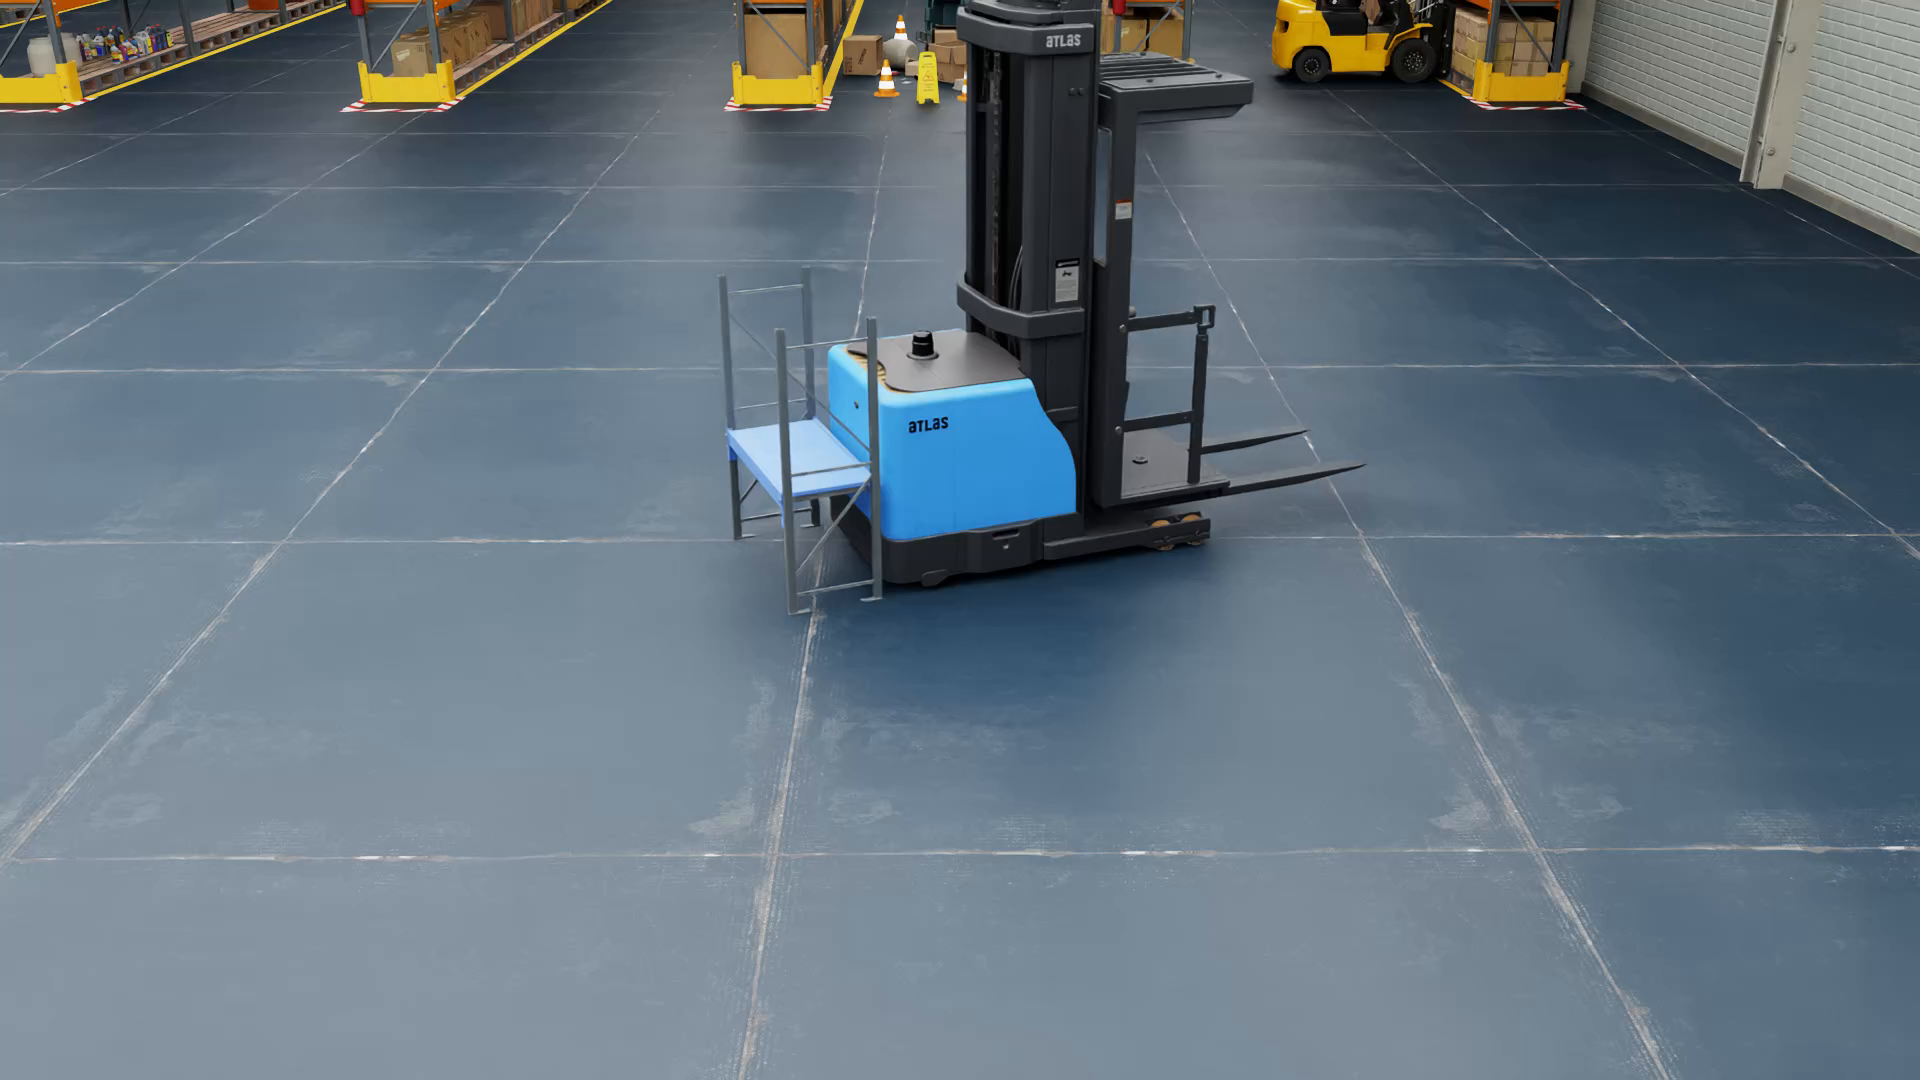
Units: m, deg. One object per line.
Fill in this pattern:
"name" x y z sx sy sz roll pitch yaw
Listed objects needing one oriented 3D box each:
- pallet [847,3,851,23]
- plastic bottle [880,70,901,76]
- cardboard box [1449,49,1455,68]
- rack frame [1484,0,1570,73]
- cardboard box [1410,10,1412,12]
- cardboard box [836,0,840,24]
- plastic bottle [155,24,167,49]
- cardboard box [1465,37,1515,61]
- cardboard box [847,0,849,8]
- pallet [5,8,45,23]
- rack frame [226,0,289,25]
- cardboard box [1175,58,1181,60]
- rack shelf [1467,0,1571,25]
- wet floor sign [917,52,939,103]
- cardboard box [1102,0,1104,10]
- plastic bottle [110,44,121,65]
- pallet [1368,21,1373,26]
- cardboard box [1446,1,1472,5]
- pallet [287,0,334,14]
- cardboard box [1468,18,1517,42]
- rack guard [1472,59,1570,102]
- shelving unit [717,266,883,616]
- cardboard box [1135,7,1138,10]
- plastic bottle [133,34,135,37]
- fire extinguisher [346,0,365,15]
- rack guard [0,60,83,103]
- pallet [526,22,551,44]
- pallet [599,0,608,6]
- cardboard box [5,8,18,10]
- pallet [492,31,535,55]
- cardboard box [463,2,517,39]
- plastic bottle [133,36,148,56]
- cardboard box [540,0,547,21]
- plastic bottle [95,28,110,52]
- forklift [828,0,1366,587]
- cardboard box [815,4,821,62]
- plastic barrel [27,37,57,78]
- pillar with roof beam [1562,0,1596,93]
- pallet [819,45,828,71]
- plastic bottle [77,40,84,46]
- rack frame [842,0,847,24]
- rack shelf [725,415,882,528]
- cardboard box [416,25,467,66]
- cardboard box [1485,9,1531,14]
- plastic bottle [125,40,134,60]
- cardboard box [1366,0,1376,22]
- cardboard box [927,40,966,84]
"pallet" -2.505 -9.560 30.133 1.003 0.211 1.213 0 24 -1
"plastic bottle" -1.012 -6.786 24.181 0.283 0.061 0.133 -9 26 -19
"cardboard box" 7.188 -6.842 23.565 0.500 0.250 0.500 0 24 0
"rack frame" 7.501 -7.300 21.751 1.000 3.000 0.127 0 24 -1
"cardboard box" 7.154 -7.914 25.329 0.500 0.250 0.500 0 24 -1
"cardboard box" -2.569 -9.064 27.871 1.050 0.750 0.750 0 24 0
"plastic bottle" -12.073 -7.587 25.066 0.144 0.351 0.185 -1 24 -2
"cardboard box" 7.183 -6.666 22.569 0.500 0.250 0.500 -1 24 -1
"cardboard box" -2.251 -9.854 29.922 0.500 0.500 0.500 -1 24 -3
"pallet" -17.335 -9.523 30.049 1.003 0.211 1.213 0 24 -1
"rack frame" -12.412 -10.506 28.839 1.000 3.000 0.127 0 24 -1
"cardboard box" 2.805 -6.549 22.916 0.500 0.250 0.500 0 24 -1
"rack shelf" 7.479 -7.797 23.722 1.077 0.370 4.000 0 24 -1
"wet floor sign" -0.431 -6.137 22.036 0.267 0.644 0.232 -4 25 -10
"cardboard box" 2.196 -7.544 23.421 0.380 0.149 0.250 1 24 2
"plastic bottle" -12.033 -6.915 23.677 0.097 0.271 0.097 0 24 0
"pallet" 7.394 -8.485 27.755 1.003 0.211 1.213 0 24 -1
"cardboard box" 7.161 -7.726 24.307 0.500 0.250 0.500 1 24 1
"pallet" -12.472 -10.062 31.241 1.003 0.211 1.213 0 24 -1
"cardboard box" 7.184 -6.883 22.442 0.500 0.250 0.500 1 24 1
"rack guard" 7.501 -6.151 22.244 1.175 0.500 0.348 0 24 -1
"shelving unit" -0.832 -0.536 8.616 0.538 1.500 1.048 -10 26 -21
"cardboard box" 2.783 -7.542 24.204 0.500 0.500 0.500 1 24 2
"plastic bottle" -12.169 -7.333 24.587 0.061 0.283 0.133 0 24 -1
"fire extinguisher" -7.831 -7.147 21.507 0.296 0.674 0.183 0 24 -1
"rack guard" -12.372 -6.102 22.135 1.175 0.500 0.348 0 24 -1
"pallet" -7.442 -8.434 27.643 1.003 0.211 1.213 0 24 -1
"pallet" -7.419 -10.588 32.405 1.003 0.211 1.213 0 24 -1
"cardboard box" -17.084 -9.736 29.636 0.500 0.500 0.500 1 24 2
"pallet" -7.425 -7.930 26.528 1.003 0.211 1.213 0 24 -1
"cardboard box" -7.401 -8.195 26.228 0.700 0.500 0.500 -2 24 -5
"plastic bottle" -12.069 -7.274 24.465 0.152 0.276 0.135 0 24 0
"cardboard box" -7.413 -9.085 28.198 0.700 0.500 0.500 -2 24 -5
"plastic bottle" -12.772 -7.439 24.739 0.144 0.351 0.185 -1 24 -3
"forklift" 0.839 -1.466 8.935 3.031 2.935 1.130 -10 26 -20
"cardboard box" -2.504 -7.453 24.158 0.875 0.875 0.875 0 24 0
"plastic barrel" -12.408 -6.538 22.576 0.421 0.512 0.421 0 24 0
"pillar with roof beam" 4.090 -10.305 21.115 9.100 9.000 0.400 0 24 -1
"pallet" -2.525 -7.277 25.083 1.003 0.211 1.213 0 24 -1
"plastic bottle" -12.760 -7.085 24.047 0.152 0.276 0.135 -1 24 -2
"rack frame" -2.498 -10.509 28.846 1.000 3.000 0.127 0 24 -1
"rack shelf" -0.832 -0.372 8.690 0.538 0.185 1.000 -10 26 -21
"cardboard box" -7.391 -7.046 23.712 0.500 0.500 0.500 2 24 4
"cardboard box" 7.681 -7.305 23.376 0.500 0.250 0.500 0 24 -1
"plastic bottle" -12.037 -7.098 24.081 0.097 0.271 0.097 0 24 0
"cardboard box" 7.422 -9.180 28.279 0.875 0.625 0.625 1 24 1
"cardboard box" -0.013 -6.851 23.788 0.797 0.503 0.637 -19 31 -36
